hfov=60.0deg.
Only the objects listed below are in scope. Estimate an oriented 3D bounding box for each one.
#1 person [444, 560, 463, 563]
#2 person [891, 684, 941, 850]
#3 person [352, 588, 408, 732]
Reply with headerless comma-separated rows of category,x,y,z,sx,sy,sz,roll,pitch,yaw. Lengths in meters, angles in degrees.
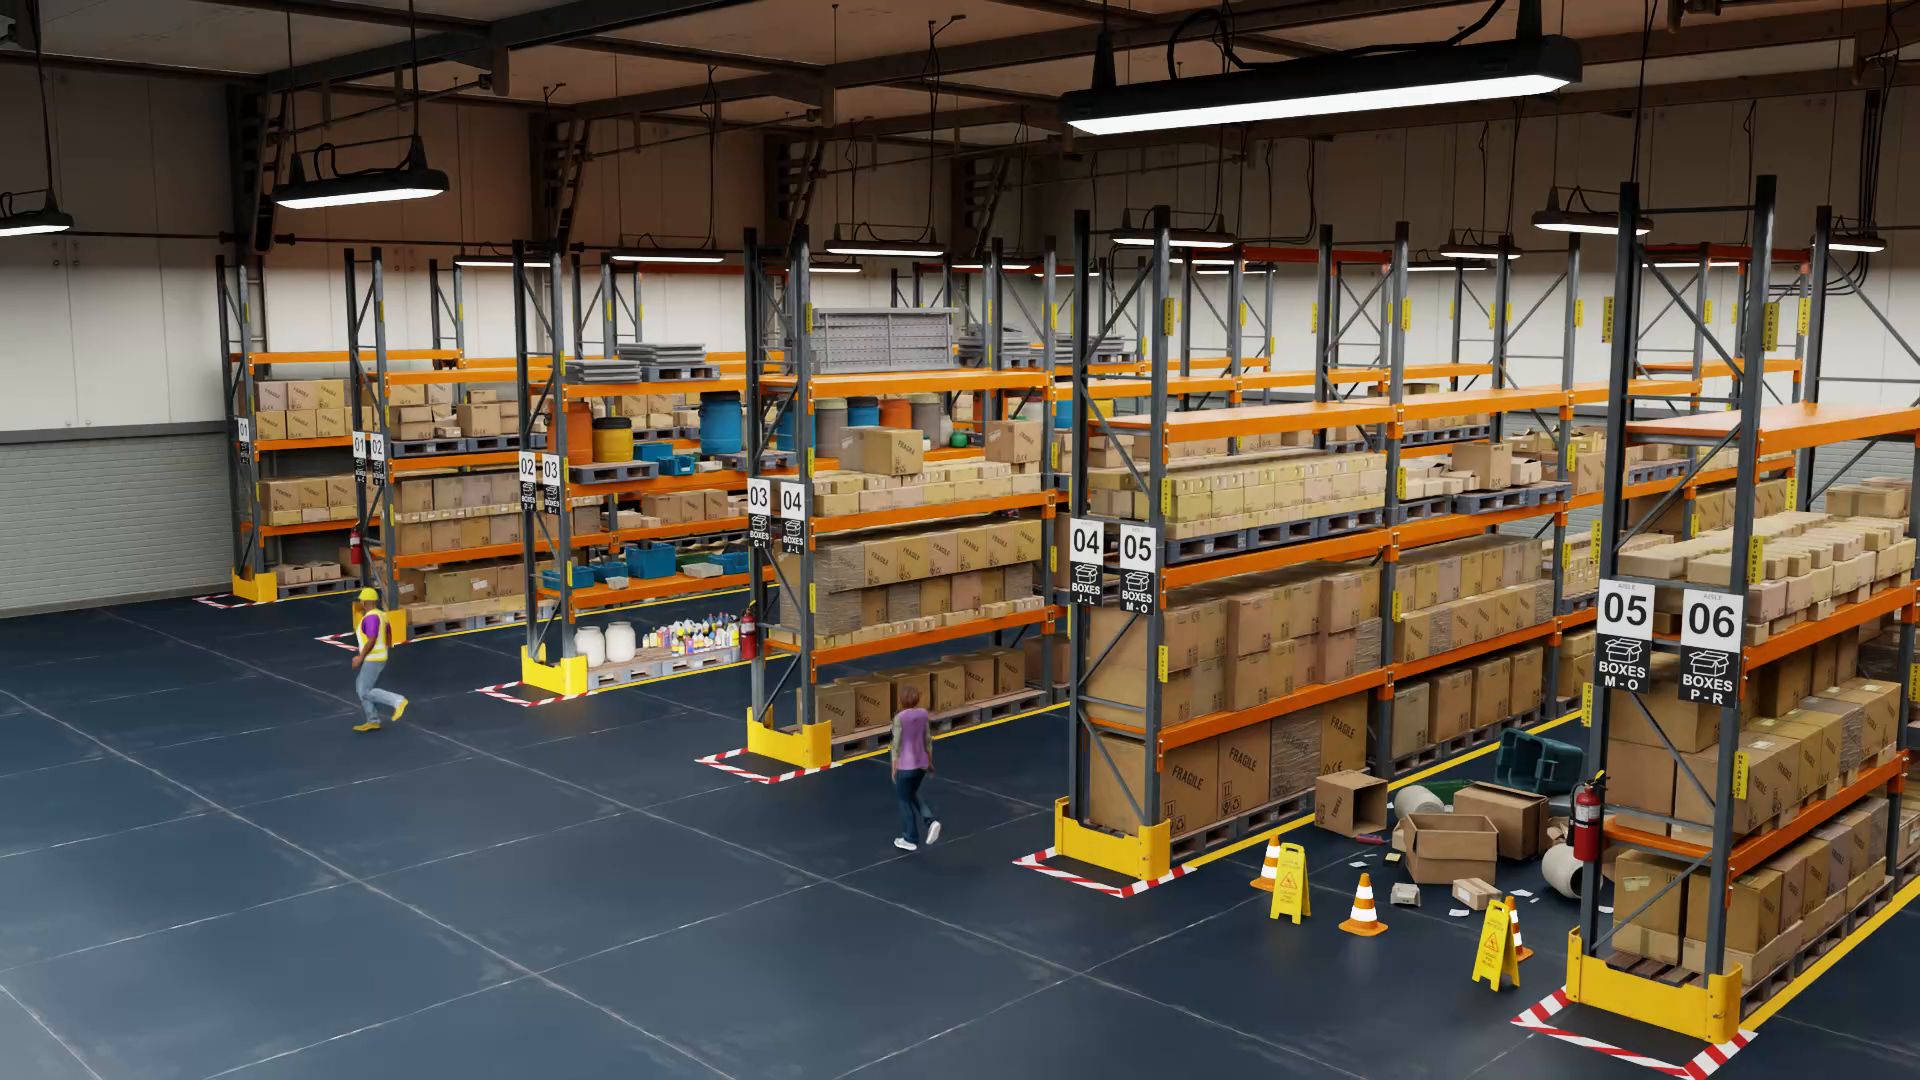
person,-8.913,0.256,29.125,0.437,1.545,0.920,3,9,18
person,-0.445,2.148,15.694,0.439,1.588,0.419,7,11,42
person,-7.092,1.450,20.288,0.655,1.730,0.623,-2,8,-14
